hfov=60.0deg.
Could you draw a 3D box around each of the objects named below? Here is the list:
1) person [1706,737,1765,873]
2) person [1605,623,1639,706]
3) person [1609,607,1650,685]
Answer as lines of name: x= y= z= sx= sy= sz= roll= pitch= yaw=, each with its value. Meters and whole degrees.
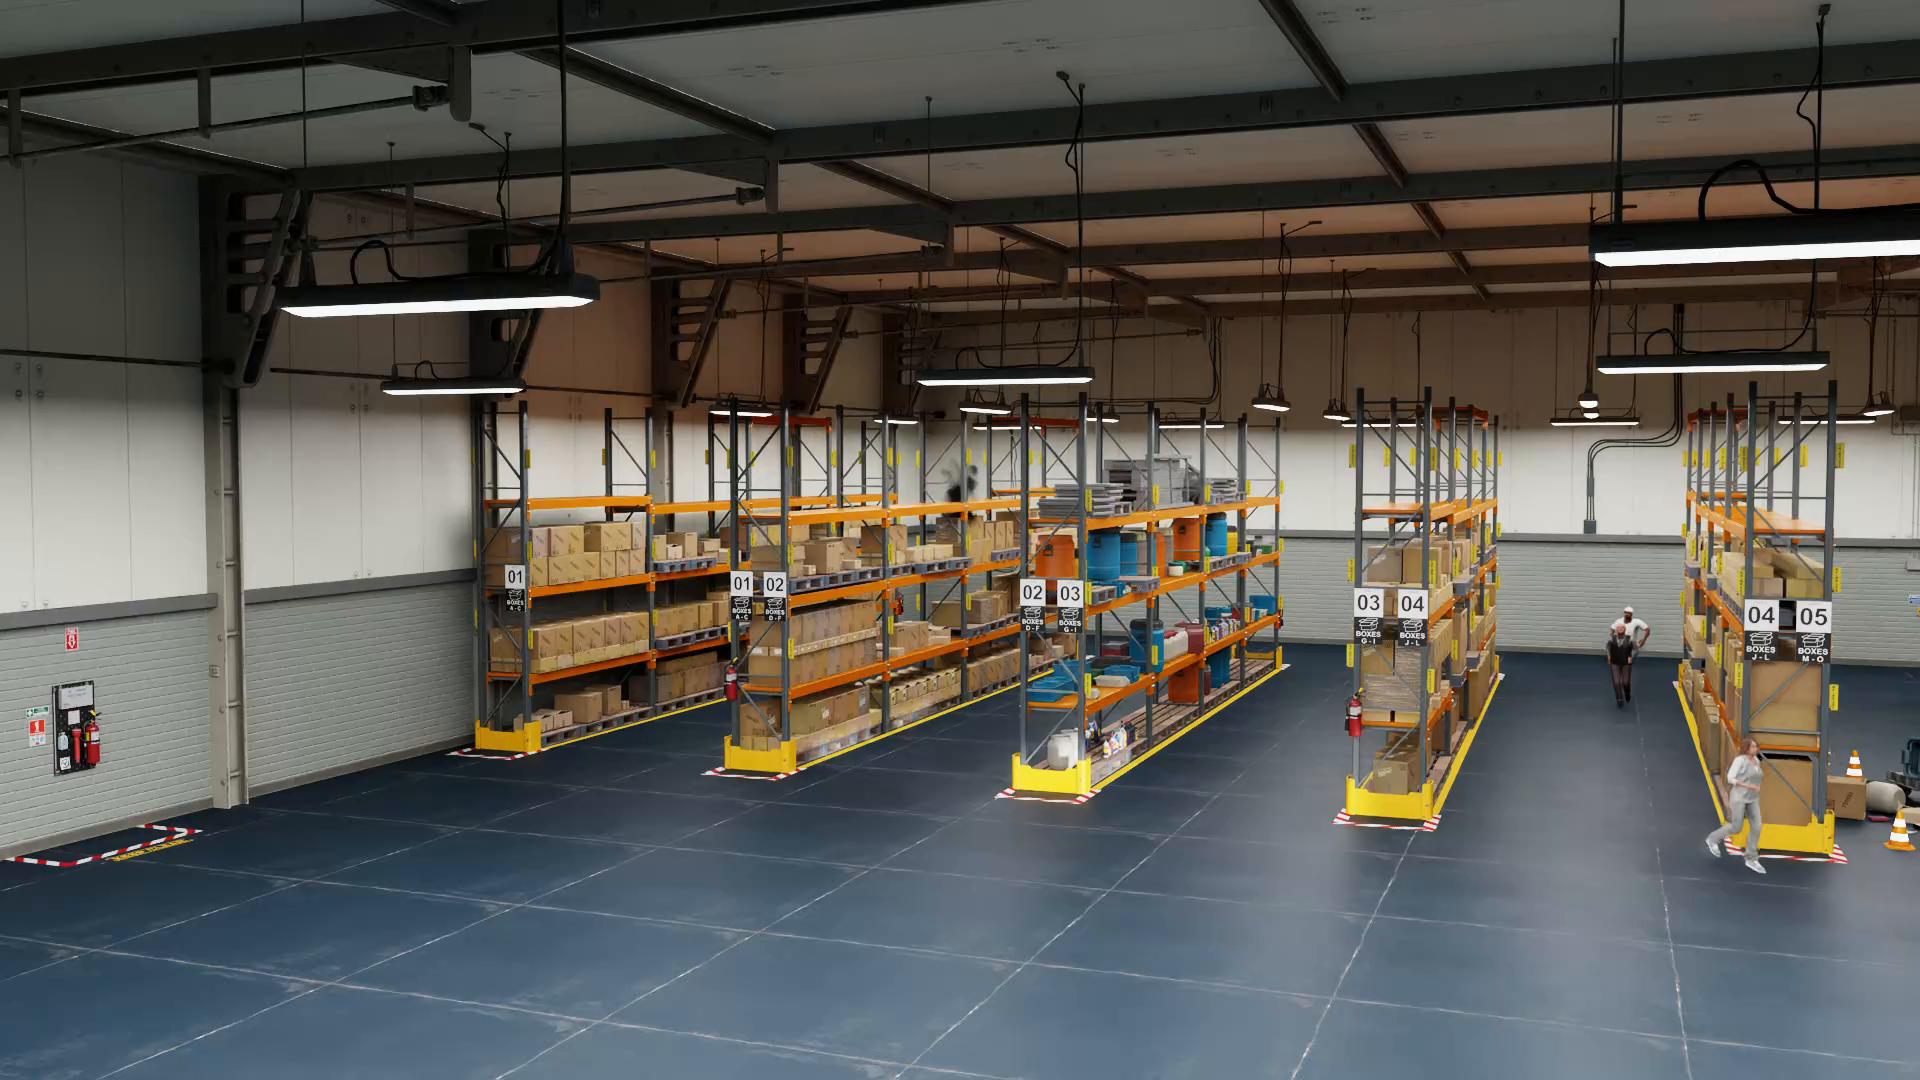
person: x=9.605 y=3.214 z=20.446 sx=0.549 sy=1.604 sz=0.785 roll=-1 pitch=3 yaw=-23
person: x=13.381 y=2.523 z=33.669 sx=0.643 sy=1.676 sz=0.579 roll=2 pitch=3 yaw=30
person: x=14.734 y=2.345 z=36.737 sx=0.631 sy=1.758 sz=0.829 roll=-3 pitch=4 yaw=-44
